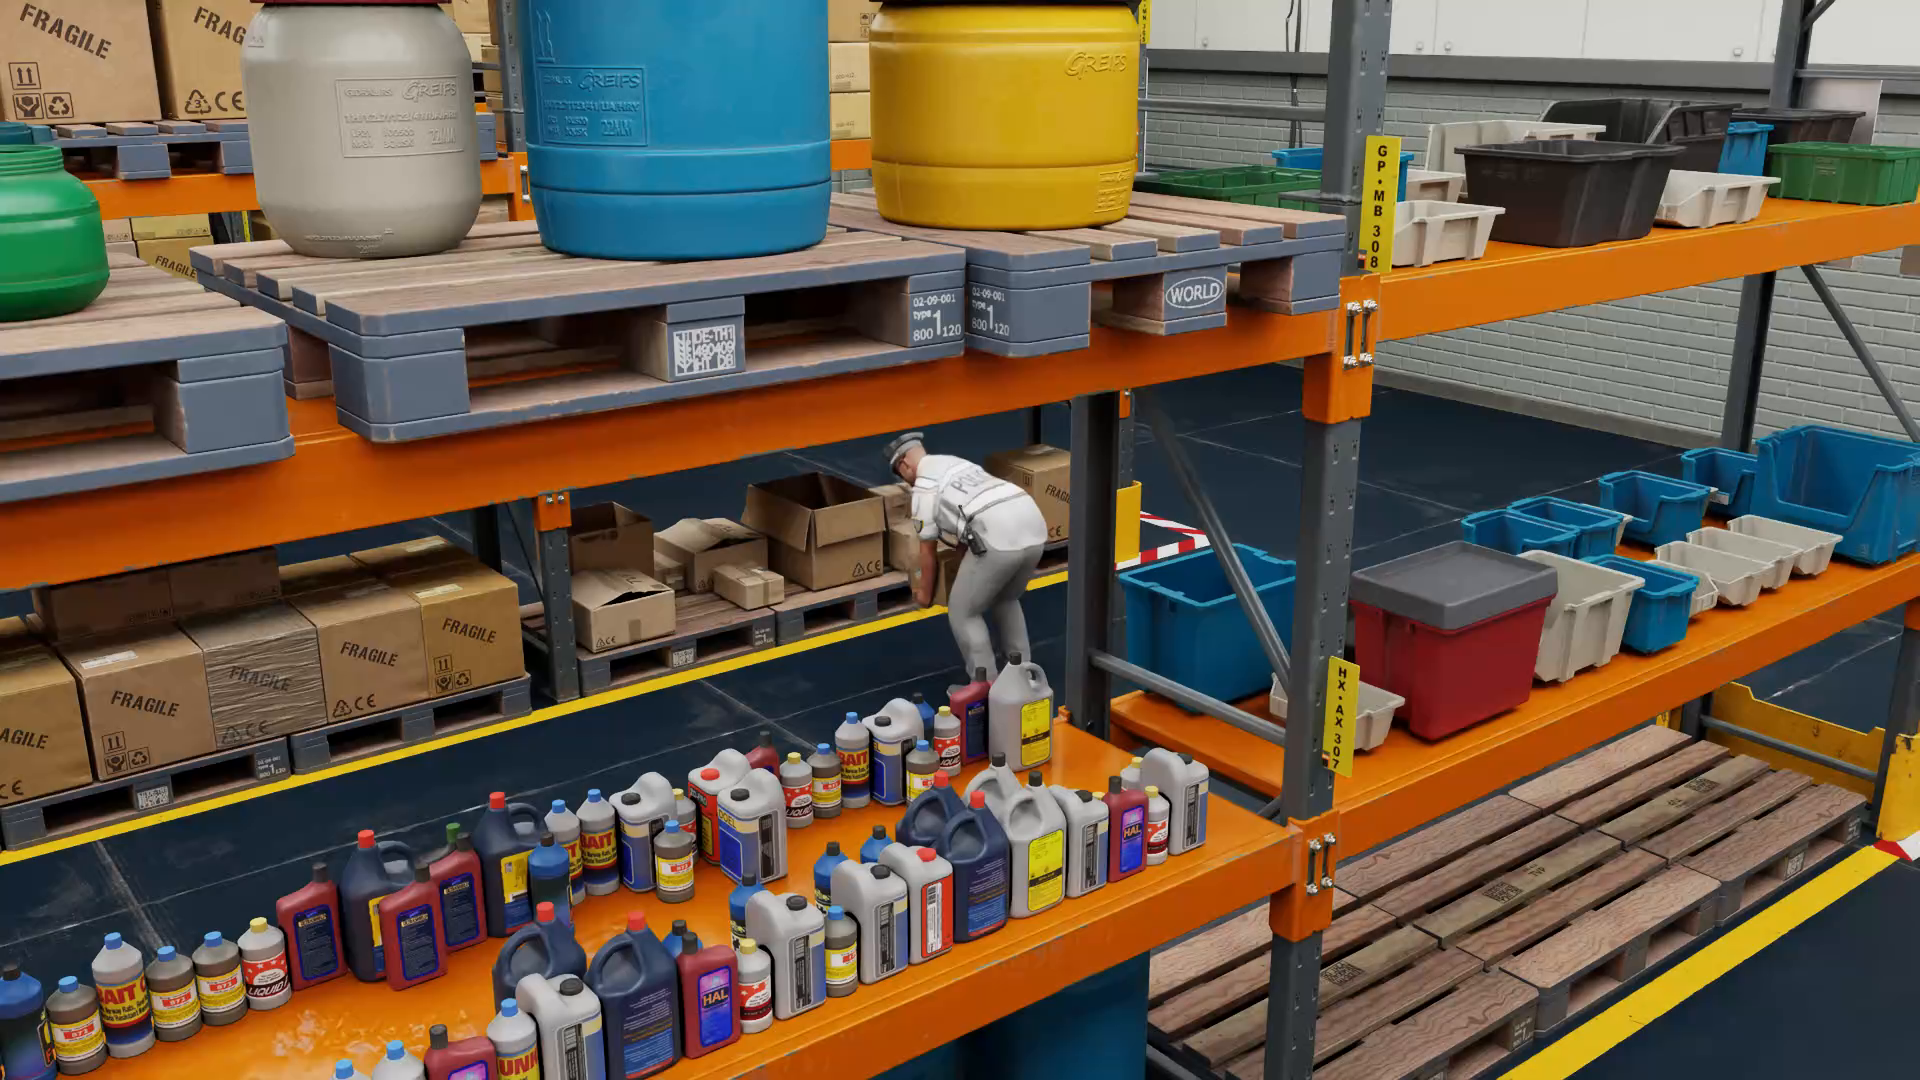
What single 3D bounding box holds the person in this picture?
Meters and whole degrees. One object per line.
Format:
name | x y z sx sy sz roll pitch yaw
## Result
person | -0.004 0.135 8.787 0.995 1.351 0.478 14 23 38
